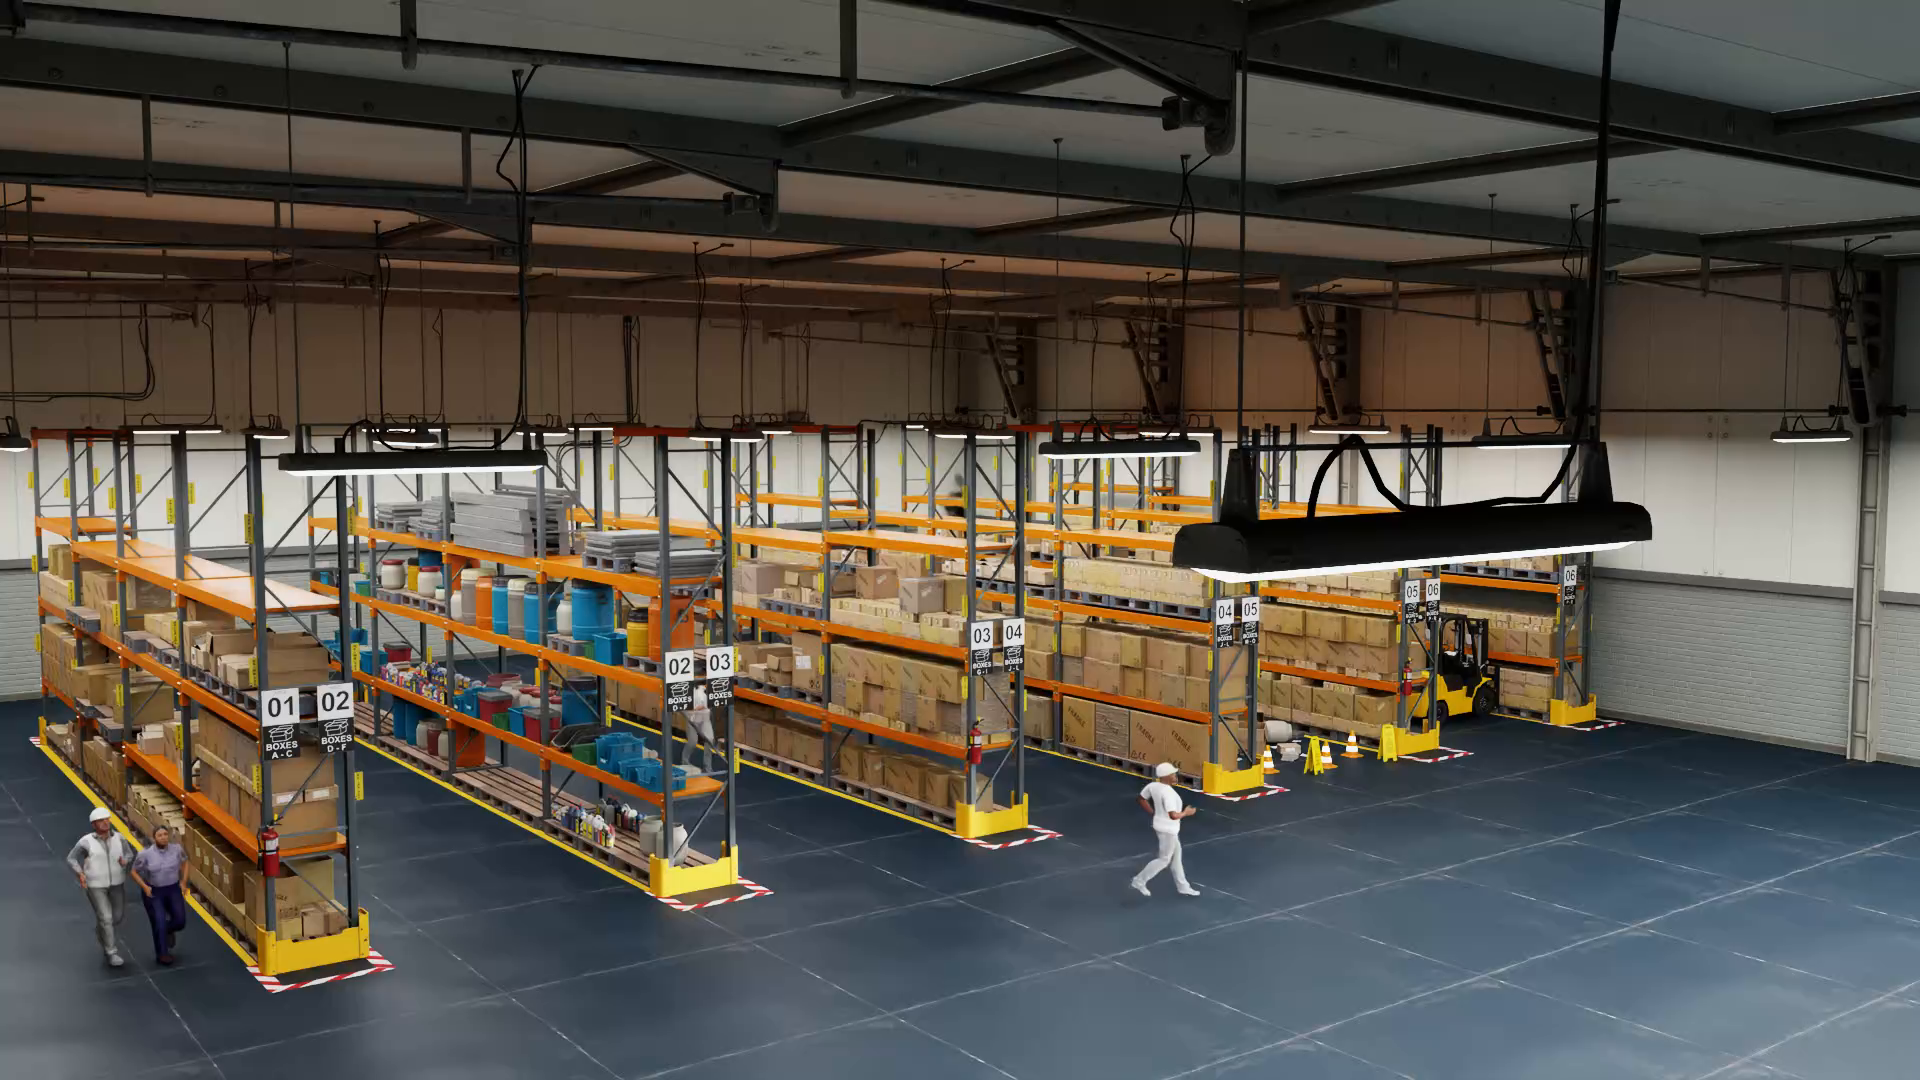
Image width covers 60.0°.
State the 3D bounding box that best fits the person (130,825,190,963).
[{"bbox_3d":[-9.136,4.040,19.035,0.633,1.582,0.570,-4,6,-39],"label":"person"}]

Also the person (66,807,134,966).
[{"bbox_3d":[-9.833,3.943,19.101,0.930,1.750,0.666,4,6,40],"label":"person"}]

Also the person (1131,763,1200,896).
[{"bbox_3d":[2.658,3.741,21.387,0.963,1.770,0.695,-1,5,-10],"label":"person"}]

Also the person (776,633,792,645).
[{"bbox_3d":[-4.397,2.152,42.560,0.645,1.646,0.867,4,6,44],"label":"person"}]

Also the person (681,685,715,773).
[{"bbox_3d":[-4.593,3.184,29.131,0.670,1.830,0.822,-3,6,-36],"label":"person"}]
